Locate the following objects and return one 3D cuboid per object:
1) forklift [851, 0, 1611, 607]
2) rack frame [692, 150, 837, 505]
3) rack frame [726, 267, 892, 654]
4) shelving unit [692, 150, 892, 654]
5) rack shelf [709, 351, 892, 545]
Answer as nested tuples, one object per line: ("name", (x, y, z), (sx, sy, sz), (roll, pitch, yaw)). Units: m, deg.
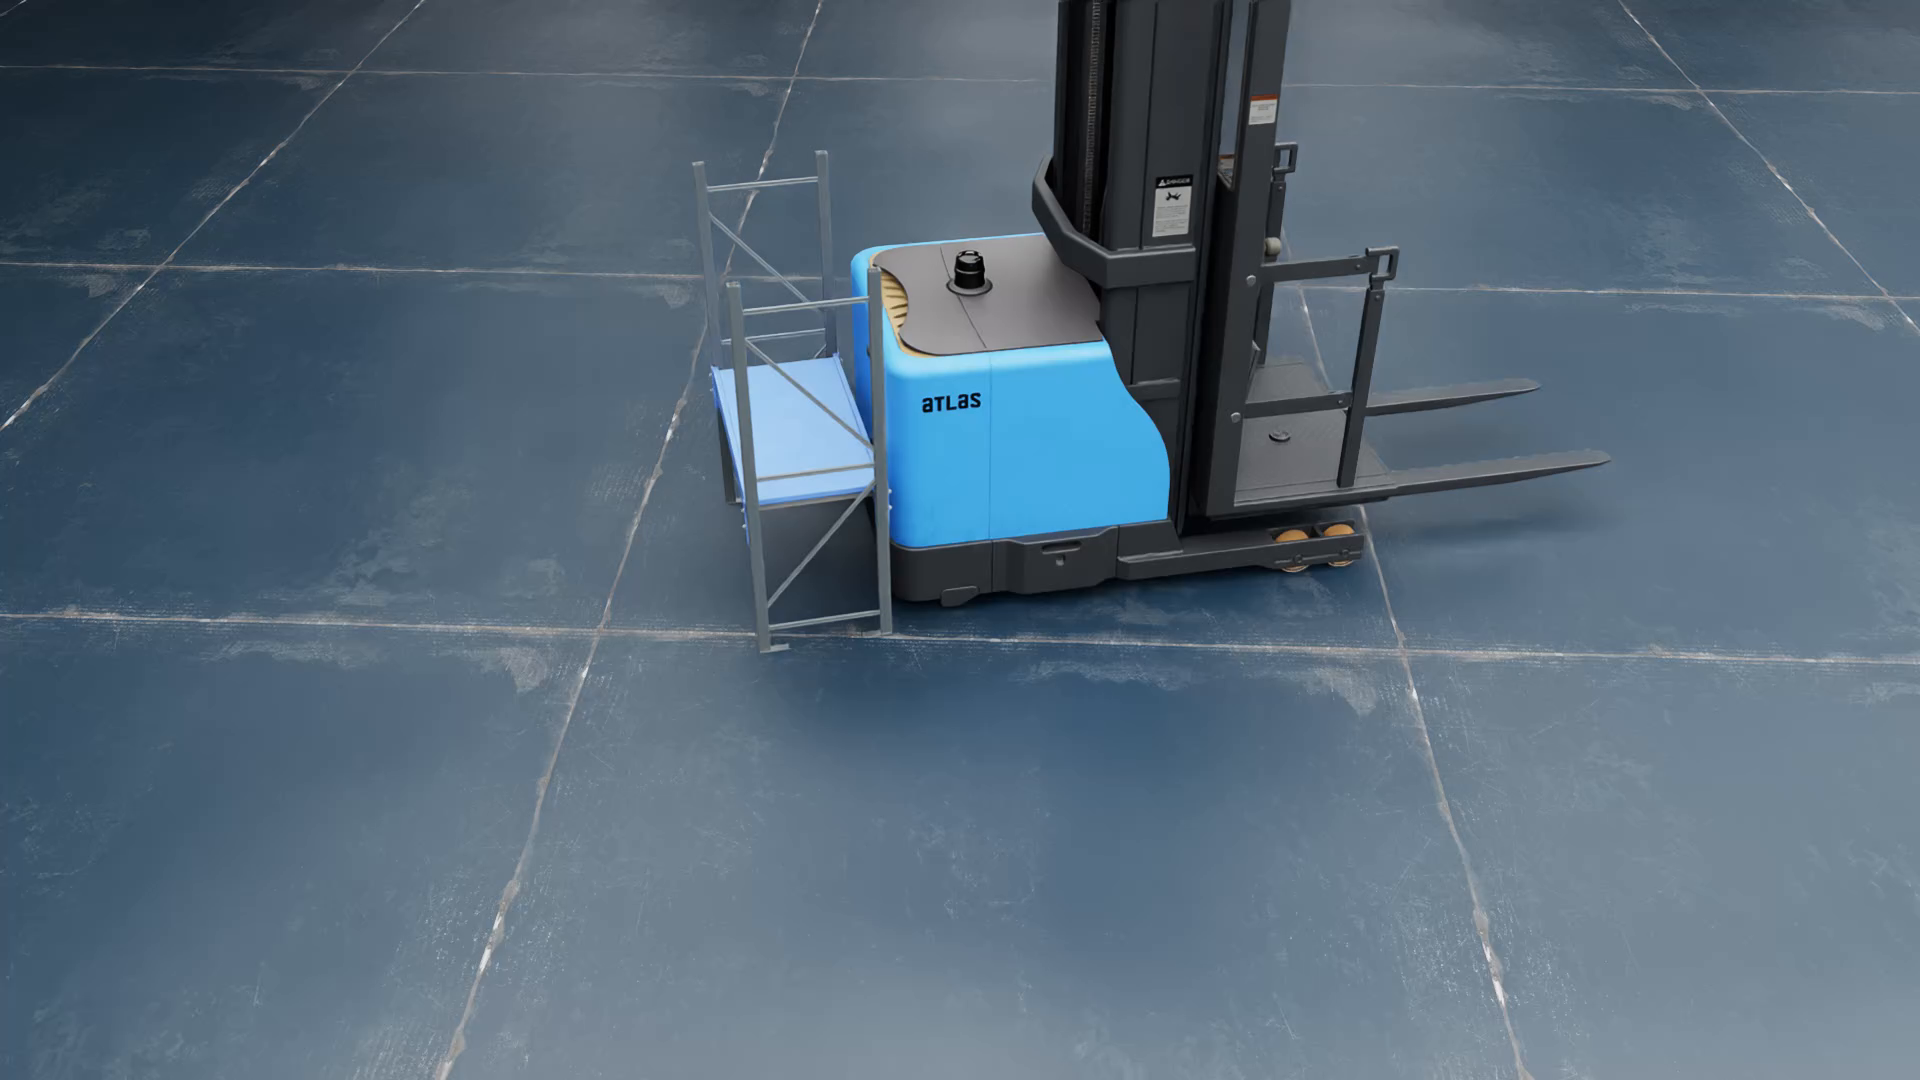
("forklift", (1.129, -1.363, 6.141), (3.031, 2.935, 1.130), (-7, 36, -9))
("rack frame", (-0.739, -0.801, 6.585), (0.500, 1.500, 0.032), (-8, 36, -11))
("rack frame", (-0.501, -0.233, 5.776), (0.500, 1.500, 0.032), (-8, 36, -11))
("shelving unit", (-0.620, -0.517, 6.181), (0.538, 1.500, 1.048), (-8, 36, -11))
("rack shelf", (-0.620, -0.370, 6.284), (0.538, 0.185, 1.000), (-8, 36, -11))
